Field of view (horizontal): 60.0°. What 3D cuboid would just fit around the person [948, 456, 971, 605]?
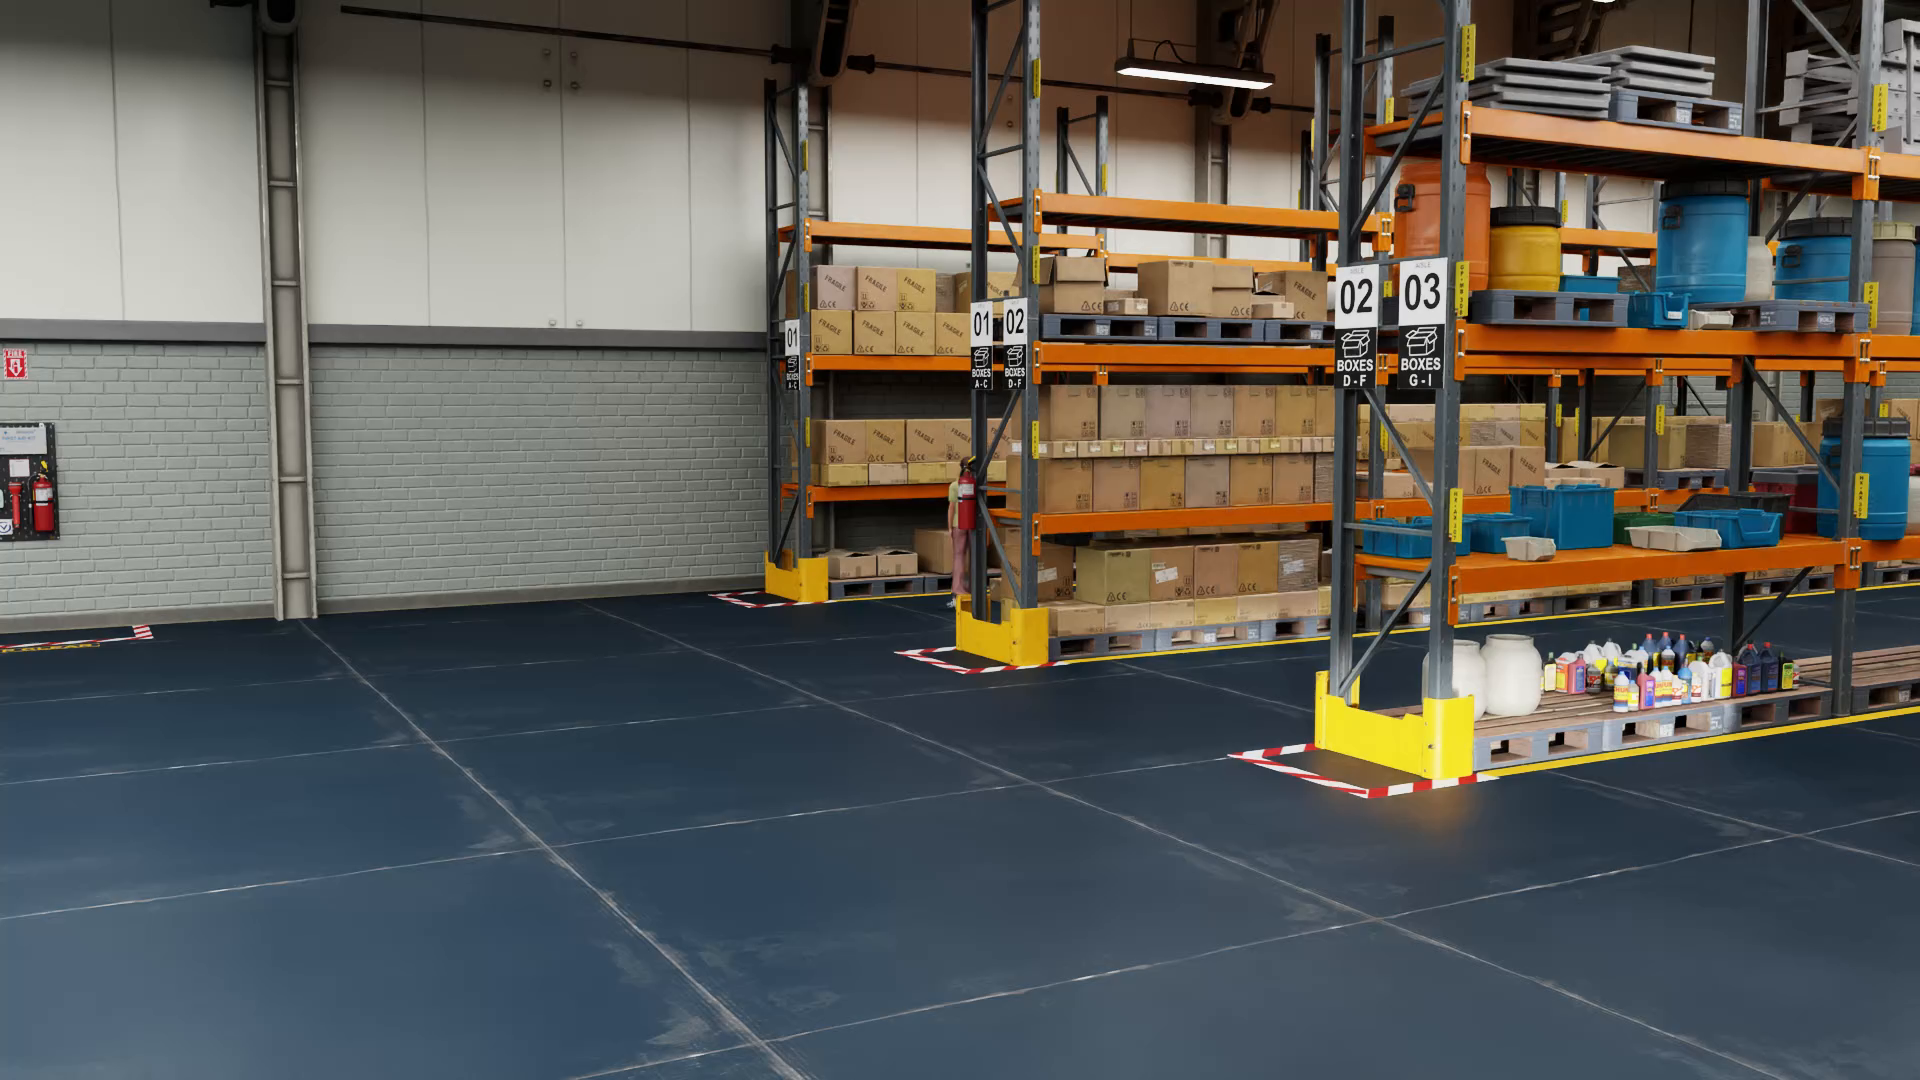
[{"bbox_3d":[0.088,-0.110,18.619,0.434,1.662,0.680,1,5,11],"label":"person"}]
